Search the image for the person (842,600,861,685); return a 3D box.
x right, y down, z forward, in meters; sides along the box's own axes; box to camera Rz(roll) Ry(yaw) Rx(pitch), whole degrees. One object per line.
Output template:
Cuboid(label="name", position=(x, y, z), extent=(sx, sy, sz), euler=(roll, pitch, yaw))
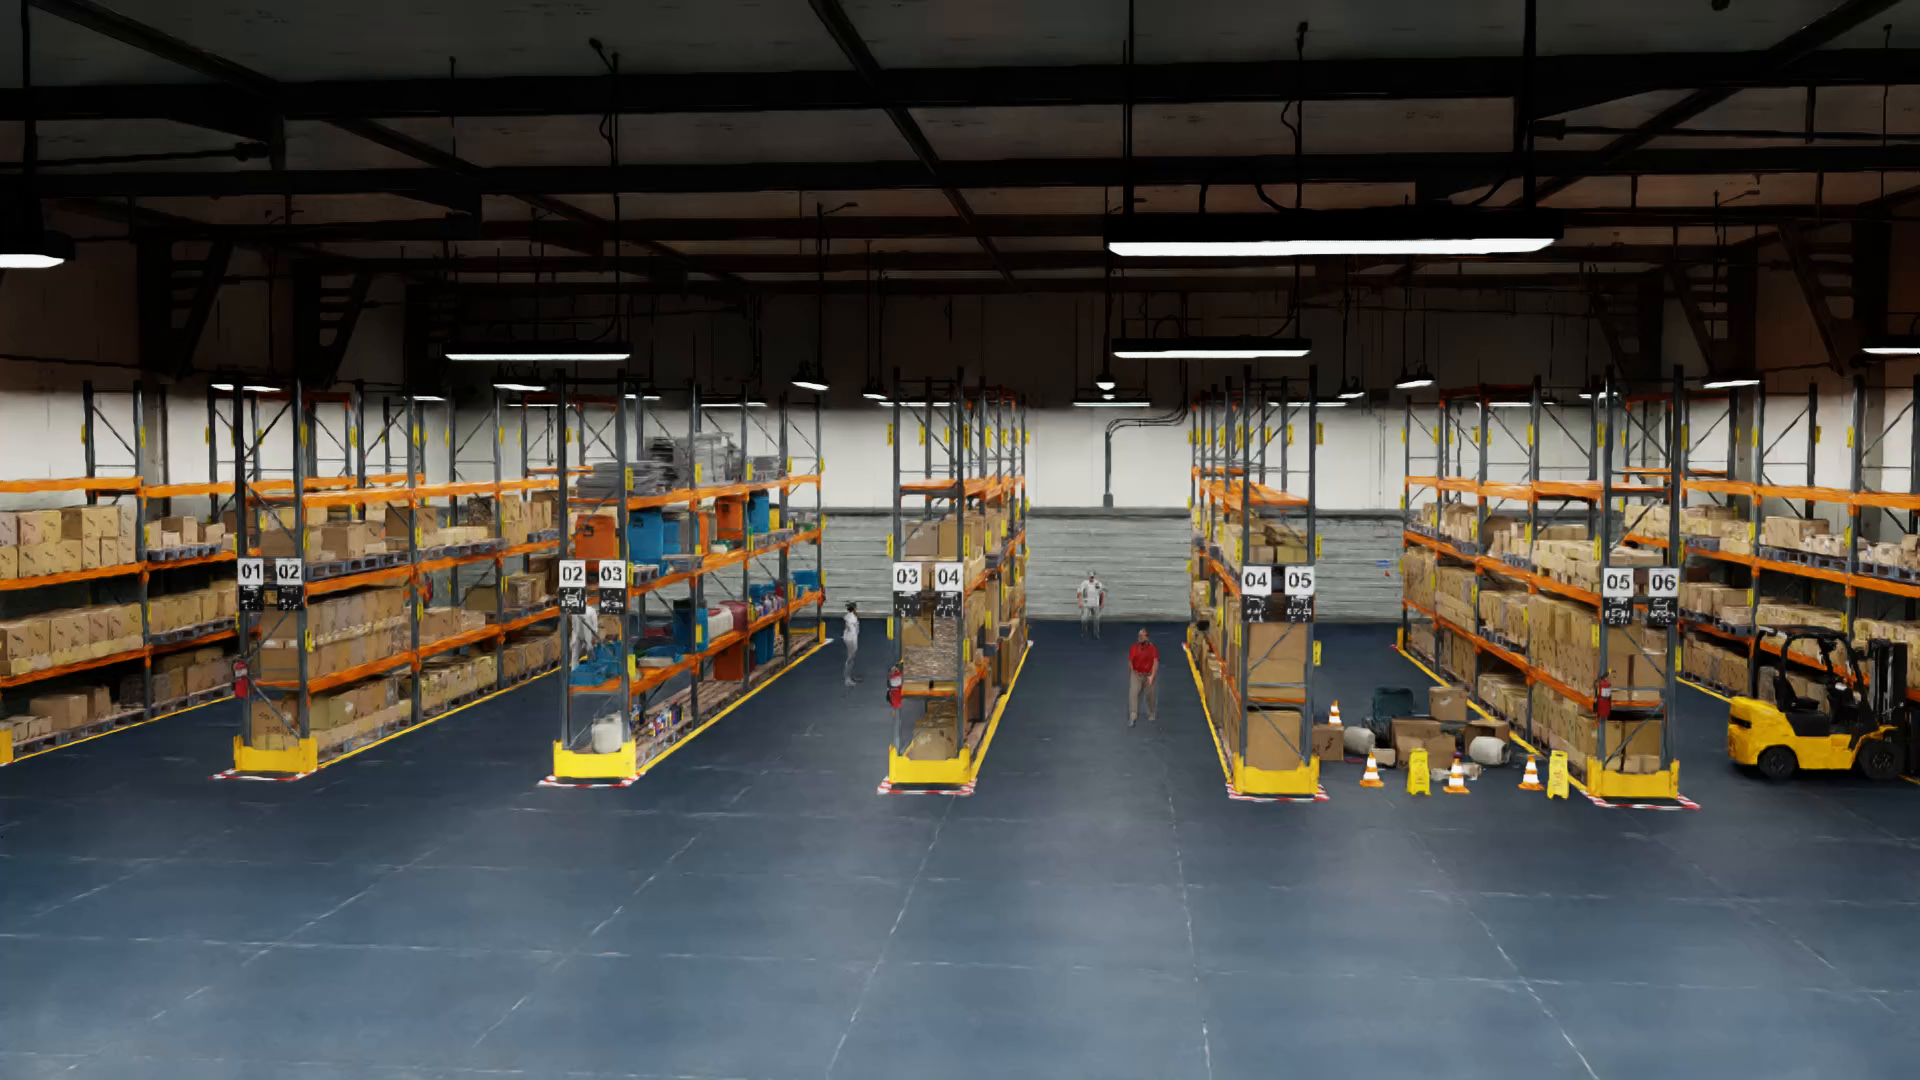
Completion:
Cuboid(label="person", position=(-2.162, 2.064, 33.580), extent=(0.433, 1.684, 0.553), euler=(-1, 4, -20))

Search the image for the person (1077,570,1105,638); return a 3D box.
Cuboid(label="person", position=(3.252, 1.590, 41.268), extent=(0.682, 1.710, 0.528), euler=(0, 4, 3))

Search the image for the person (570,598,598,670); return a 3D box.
Cuboid(label="person", position=(-7.827, 1.986, 34.588), extent=(0.588, 1.700, 1.189), euler=(0, 4, 3))

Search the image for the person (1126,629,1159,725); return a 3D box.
Cuboid(label="person", position=(3.178, 2.363, 28.820), extent=(0.533, 1.652, 1.022), euler=(1, 4, 15))
